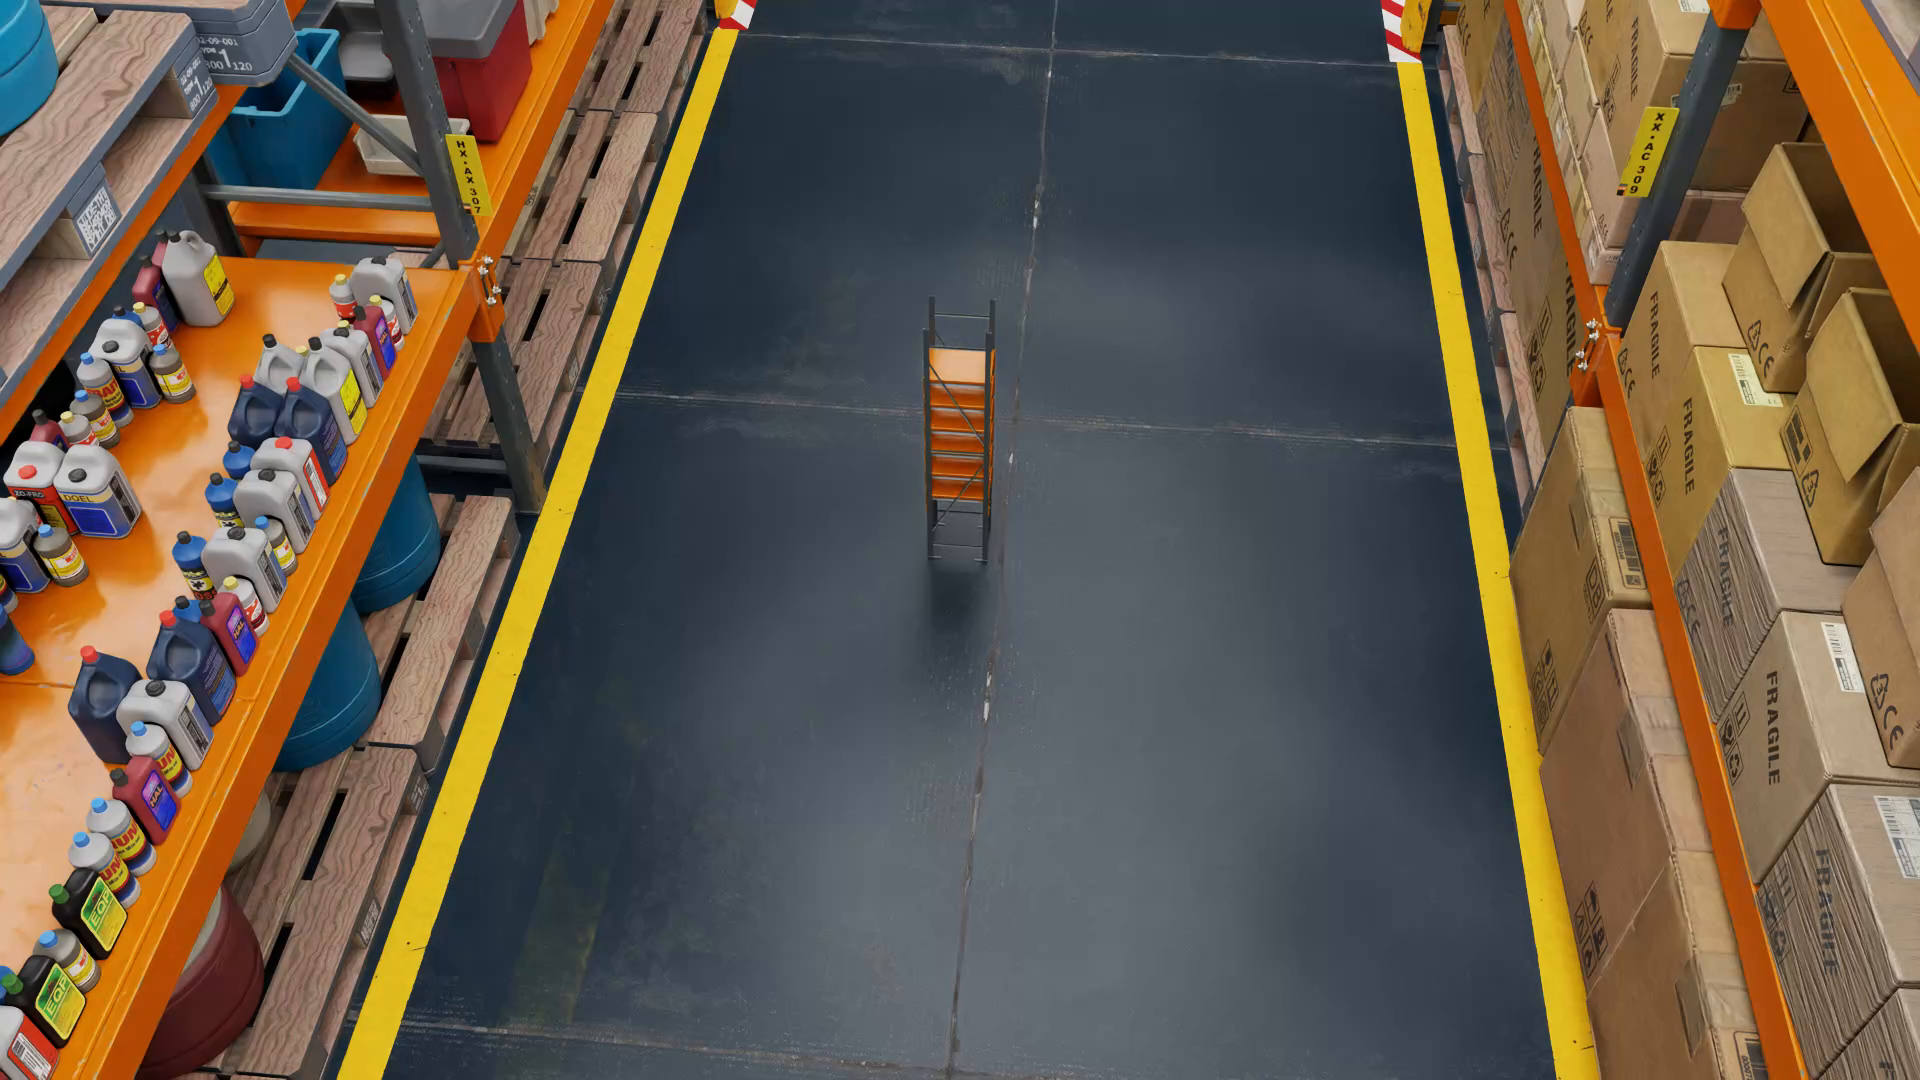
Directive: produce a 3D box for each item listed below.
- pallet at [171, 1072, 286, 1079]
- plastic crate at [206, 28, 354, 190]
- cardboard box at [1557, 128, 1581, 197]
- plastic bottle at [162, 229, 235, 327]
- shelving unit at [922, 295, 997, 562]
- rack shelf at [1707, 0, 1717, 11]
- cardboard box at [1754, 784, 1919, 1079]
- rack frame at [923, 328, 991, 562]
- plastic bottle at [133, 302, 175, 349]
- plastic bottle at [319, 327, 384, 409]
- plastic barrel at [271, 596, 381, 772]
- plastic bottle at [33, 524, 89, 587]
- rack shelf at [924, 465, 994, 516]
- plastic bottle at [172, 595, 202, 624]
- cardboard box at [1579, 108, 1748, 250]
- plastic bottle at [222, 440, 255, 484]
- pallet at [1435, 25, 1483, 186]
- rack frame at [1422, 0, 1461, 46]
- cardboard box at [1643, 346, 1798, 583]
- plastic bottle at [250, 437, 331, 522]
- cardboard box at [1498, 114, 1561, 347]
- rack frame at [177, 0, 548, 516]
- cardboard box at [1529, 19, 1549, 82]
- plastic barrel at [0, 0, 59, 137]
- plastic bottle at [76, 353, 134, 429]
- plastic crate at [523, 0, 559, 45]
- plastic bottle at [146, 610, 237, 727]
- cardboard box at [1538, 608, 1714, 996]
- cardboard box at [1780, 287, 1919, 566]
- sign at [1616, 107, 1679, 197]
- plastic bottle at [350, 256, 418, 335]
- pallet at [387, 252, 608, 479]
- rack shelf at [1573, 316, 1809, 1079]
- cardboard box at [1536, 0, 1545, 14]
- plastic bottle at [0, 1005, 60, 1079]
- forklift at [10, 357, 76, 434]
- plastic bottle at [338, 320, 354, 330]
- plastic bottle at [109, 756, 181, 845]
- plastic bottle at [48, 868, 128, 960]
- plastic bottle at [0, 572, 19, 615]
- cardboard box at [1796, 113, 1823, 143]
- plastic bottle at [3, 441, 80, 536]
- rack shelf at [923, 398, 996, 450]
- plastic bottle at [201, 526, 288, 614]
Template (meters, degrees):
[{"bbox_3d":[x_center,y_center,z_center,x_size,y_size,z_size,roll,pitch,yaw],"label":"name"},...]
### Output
[{"bbox_3d":[-2.560,2.107,4.706,1.003,0.211,1.213,4,48,4],"label":"pallet"},{"bbox_3d":[-2.523,-1.572,6.151,0.392,0.384,0.575,4,48,4],"label":"plastic crate"},{"bbox_3d":[2.455,-1.398,6.192,0.380,0.149,0.250,3,48,3],"label":"cardboard box"},{"bbox_3d":[-2.585,-0.908,5.607,0.144,0.351,0.185,4,48,4],"label":"plastic bottle"},{"bbox_3d":[-0.001,-0.394,6.323,0.258,1.200,0.189,4,48,4],"label":"shelving unit"},{"bbox_3d":[2.889,-3.098,6.031,1.077,0.370,4.000,4,48,4],"label":"rack shelf"},{"bbox_3d":[2.235,0.920,3.834,0.500,0.500,0.500,2,48,2],"label":"cardboard box"},{"bbox_3d":[-0.010,-0.327,6.262,0.240,1.200,0.006,4,48,4],"label":"rack frame"},{"bbox_3d":[-2.689,-0.700,5.518,0.097,0.201,0.097,0,48,0],"label":"plastic bottle"},{"bbox_3d":[-1.973,-0.570,5.348,0.152,0.276,0.135,4,48,4],"label":"plastic bottle"},{"bbox_3d":[-2.357,0.294,5.612,0.600,0.901,0.708,4,48,4],"label":"plastic barrel"},{"bbox_3d":[-2.627,0.036,4.845,0.097,0.201,0.097,0,48,0],"label":"plastic bottle"},{"bbox_3d":[-0.001,-0.202,6.533,0.258,0.103,0.180,4,48,4],"label":"rack shelf"},{"bbox_3d":[-2.109,0.253,4.599,0.097,0.271,0.097,0,48,0],"label":"plastic bottle"},{"bbox_3d":[2.485,-1.250,5.787,0.500,0.250,0.500,3,48,3],"label":"cardboard box"},{"bbox_3d":[-2.145,-0.192,5.006,0.097,0.271,0.097,0,48,0],"label":"plastic bottle"},{"bbox_3d":[3.076,-2.264,8.704,1.003,0.211,1.213,4,48,4],"label":"pallet"},{"bbox_3d":[3.071,-3.798,8.217,1.000,3.000,0.127,4,48,4],"label":"rack frame"},{"bbox_3d":[2.370,-0.202,4.860,0.500,0.500,0.500,4,48,4],"label":"cardboard box"},{"bbox_3d":[-2.019,-0.199,5.010,0.152,0.276,0.135,4,48,4],"label":"plastic bottle"},{"bbox_3d":[2.928,-1.424,7.201,0.875,0.875,0.875,4,48,4],"label":"cardboard box"},{"bbox_3d":[-2.226,-1.192,5.833,1.000,3.000,0.127,4,48,4],"label":"rack frame"},{"bbox_3d":[2.525,-1.964,6.710,0.380,0.149,0.250,3,48,3],"label":"cardboard box"},{"bbox_3d":[-2.229,-1.250,3.230,0.600,0.901,0.708,4,48,4],"label":"plastic barrel"},{"bbox_3d":[-2.719,-0.481,5.271,0.097,0.271,0.097,0,48,0],"label":"plastic bottle"},{"bbox_3d":[-1.903,-2.282,6.870,0.437,0.282,0.530,4,48,4],"label":"plastic crate"},{"bbox_3d":[-2.084,0.332,4.473,0.144,0.351,0.185,4,48,4],"label":"plastic bottle"},{"bbox_3d":[2.587,0.845,5.125,1.225,0.875,0.875,2,48,2],"label":"cardboard box"},{"bbox_3d":[2.582,-0.257,4.231,0.797,0.503,0.637,4,48,4],"label":"cardboard box"},{"bbox_3d":[2.153,-1.214,5.213,0.100,0.325,0.005,4,48,4],"label":"sign"},{"bbox_3d":[-1.940,-0.838,5.594,0.152,0.276,0.135,4,48,4],"label":"plastic bottle"},{"bbox_3d":[-2.198,-0.793,7.359,1.003,0.211,1.213,4,48,4],"label":"pallet"},{"bbox_3d":[2.524,0.854,4.450,1.077,0.370,4.000,4,48,4],"label":"rack shelf"},{"bbox_3d":[2.626,-2.378,6.818,0.500,0.250,0.500,3,48,3],"label":"cardboard box"},{"bbox_3d":[-2.187,1.153,3.772,0.152,0.276,0.135,4,48,4],"label":"plastic bottle"},{"bbox_3d":[-5.144,-0.934,5.644,1.130,2.935,3.031,28,53,23],"label":"forklift"},{"bbox_3d":[-1.996,-0.632,5.456,0.097,0.201,0.097,0,48,0],"label":"plastic bottle"},{"bbox_3d":[-2.079,0.645,4.232,0.061,0.283,0.133,4,48,4],"label":"plastic bottle"},{"bbox_3d":[-2.108,0.886,4.012,0.061,0.283,0.133,4,48,4],"label":"plastic bottle"},{"bbox_3d":[-2.791,0.101,4.738,0.097,0.271,0.097,0,48,0],"label":"plastic bottle"},{"bbox_3d":[3.005,-1.496,5.503,0.500,0.500,0.500,4,48,4],"label":"cardboard box"},{"bbox_3d":[-2.732,-0.155,4.969,0.152,0.276,0.135,4,48,4],"label":"plastic bottle"},{"bbox_3d":[-0.001,-0.445,6.268,0.258,0.103,0.180,4,48,4],"label":"rack shelf"},{"bbox_3d":[-2.053,0.070,4.763,0.152,0.276,0.135,4,48,4],"label":"plastic bottle"}]
